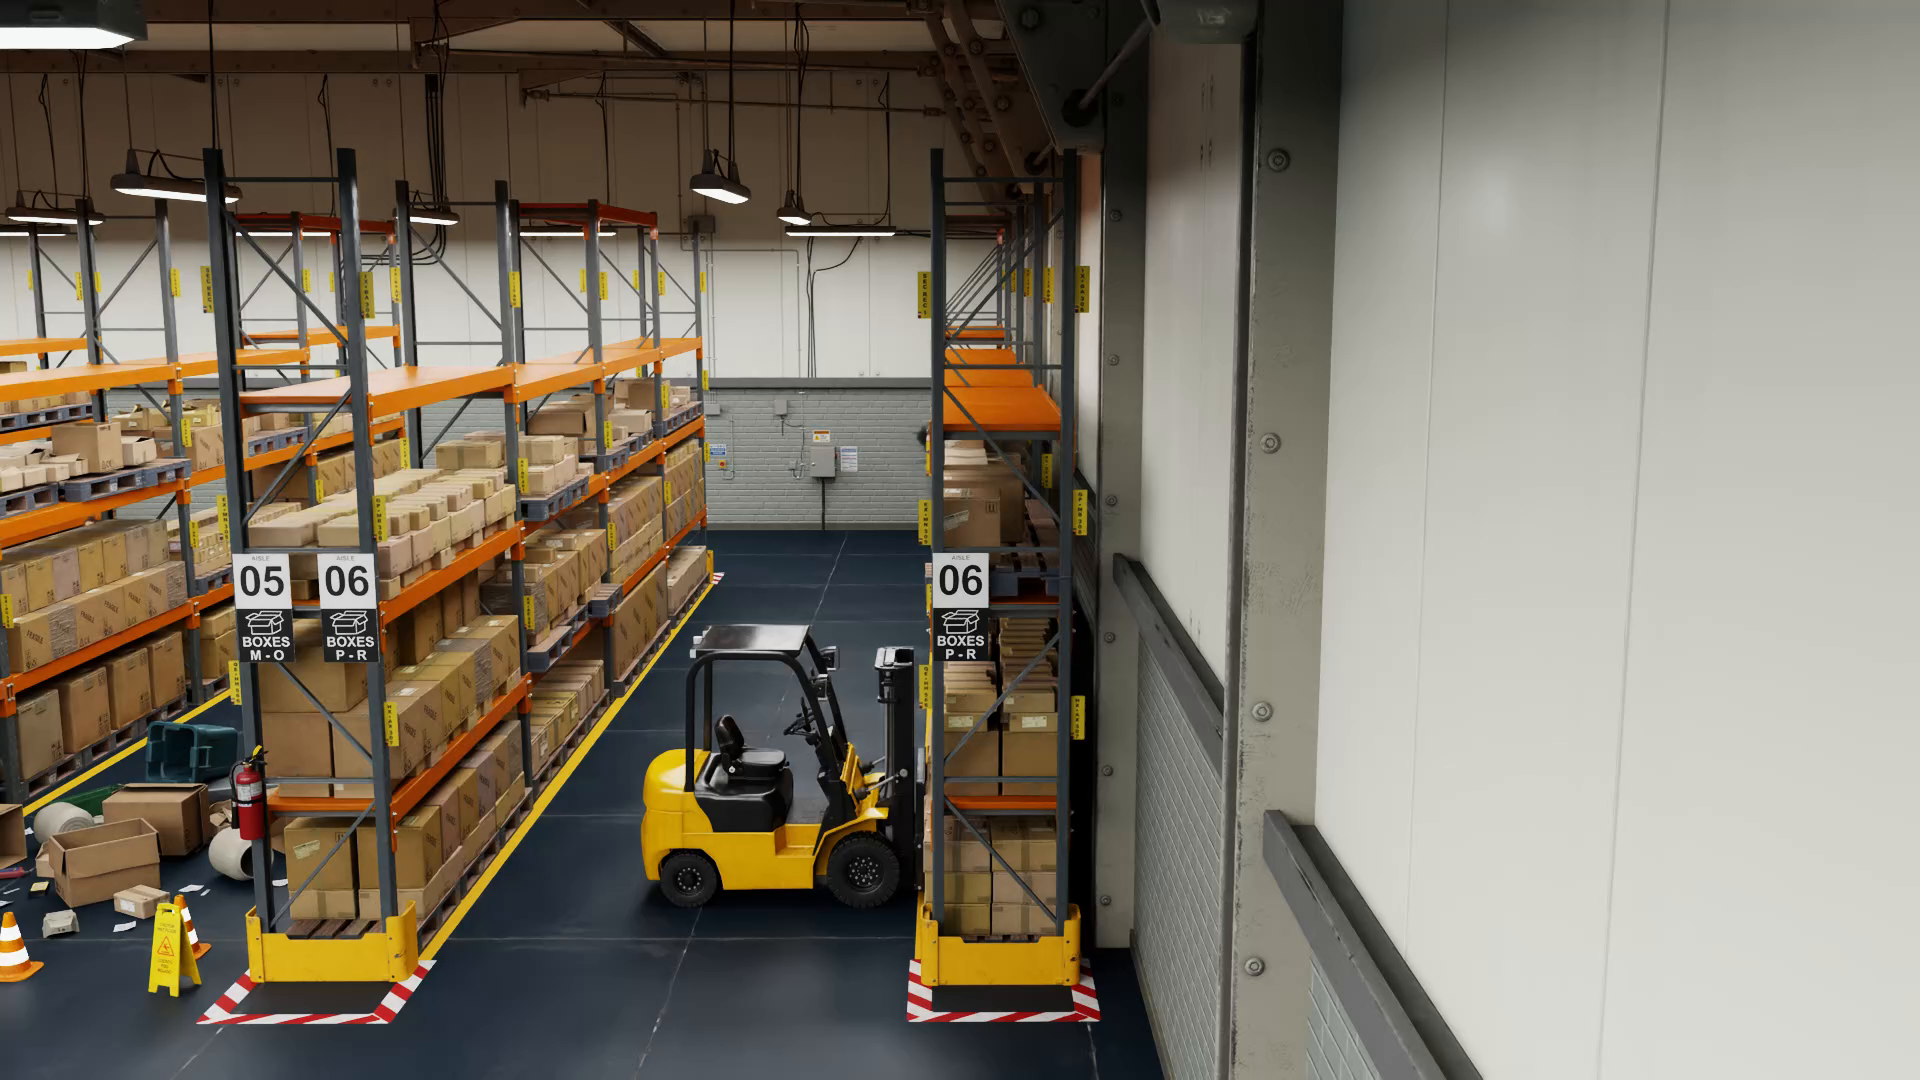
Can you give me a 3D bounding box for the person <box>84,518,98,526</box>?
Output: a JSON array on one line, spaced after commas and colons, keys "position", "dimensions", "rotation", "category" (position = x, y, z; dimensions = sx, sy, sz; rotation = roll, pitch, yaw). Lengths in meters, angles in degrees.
[{"position": [-12.555, 0.605, 24.251], "dimensions": [0.557, 1.415, 0.938], "rotation": [-1, 9, -6], "category": "person"}]
